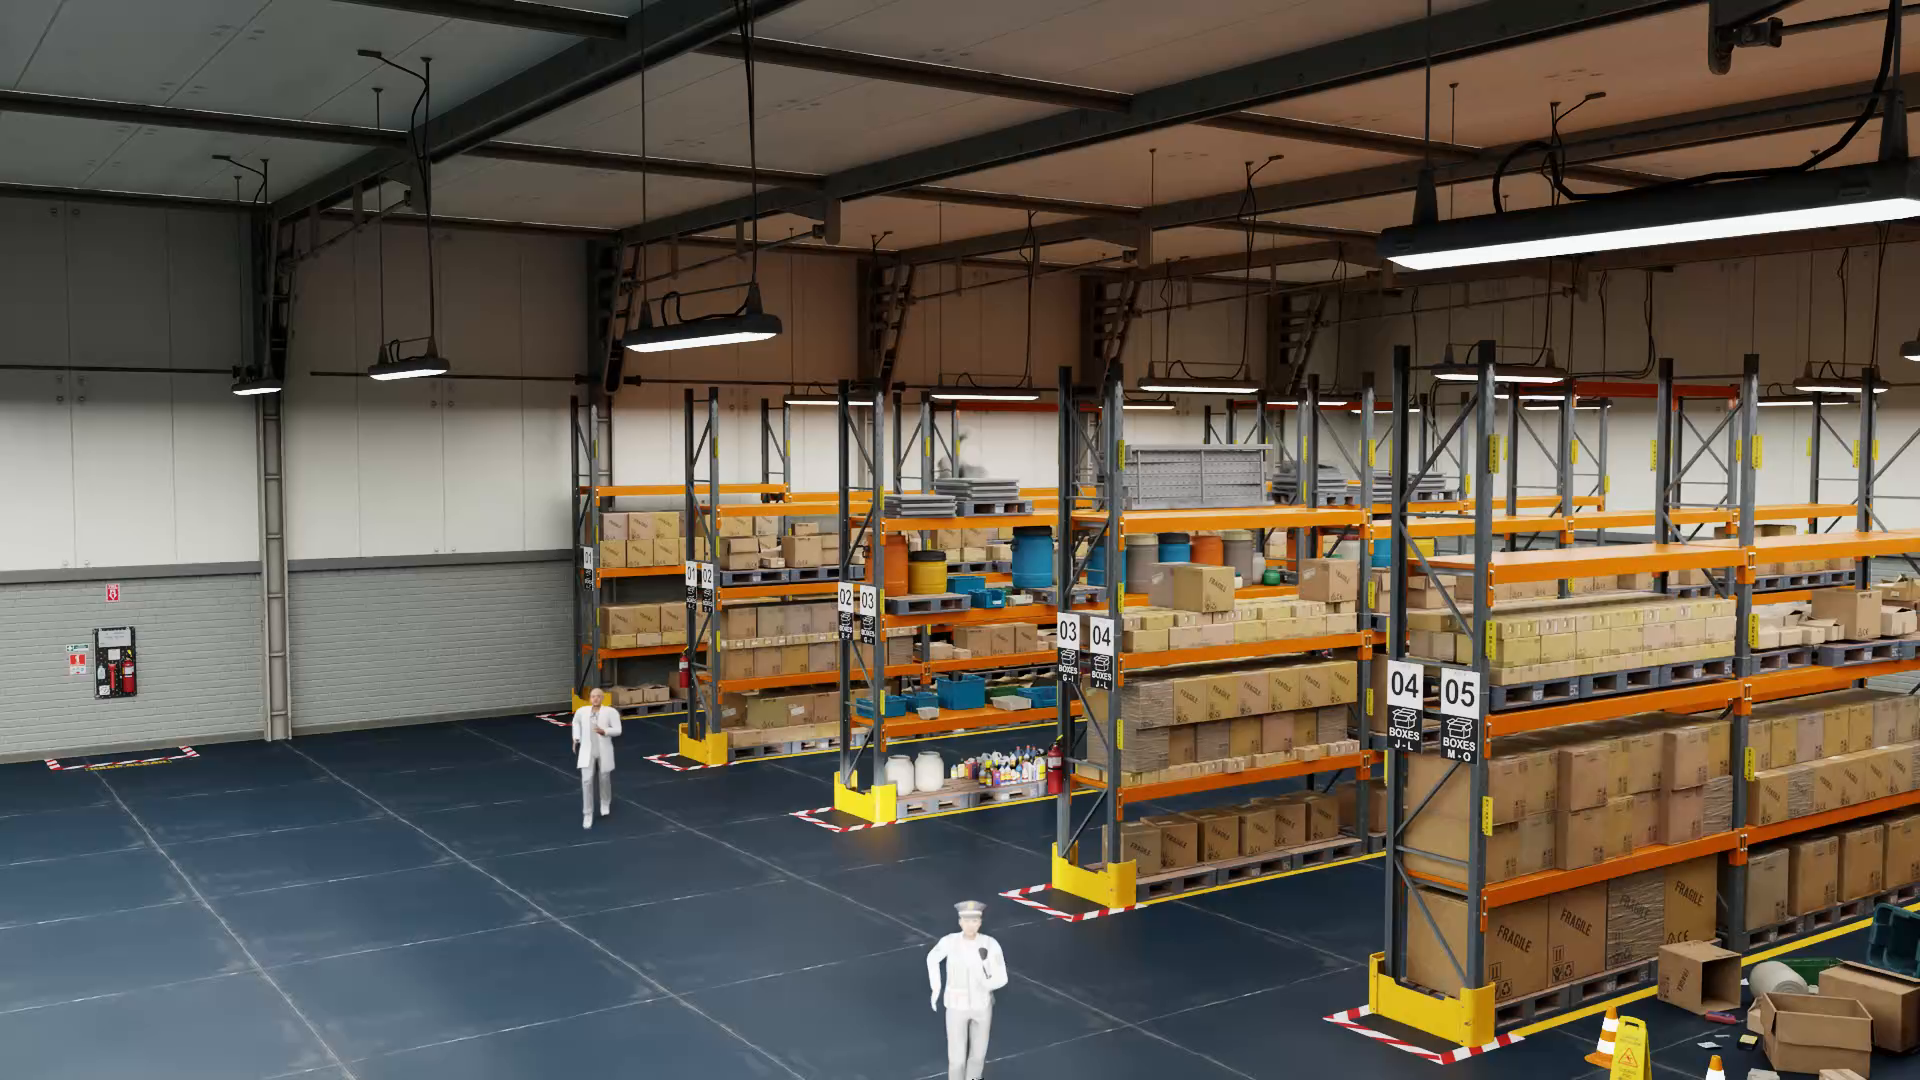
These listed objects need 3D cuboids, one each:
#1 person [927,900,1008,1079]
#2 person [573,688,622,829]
[{"bbox_3d":[0.062,3.568,12.531,0.580,1.751,0.720,0,3,-6],"label":"person"},{"bbox_3d":[-4.915,2.908,22.487,0.671,1.827,0.908,0,3,-7],"label":"person"}]
